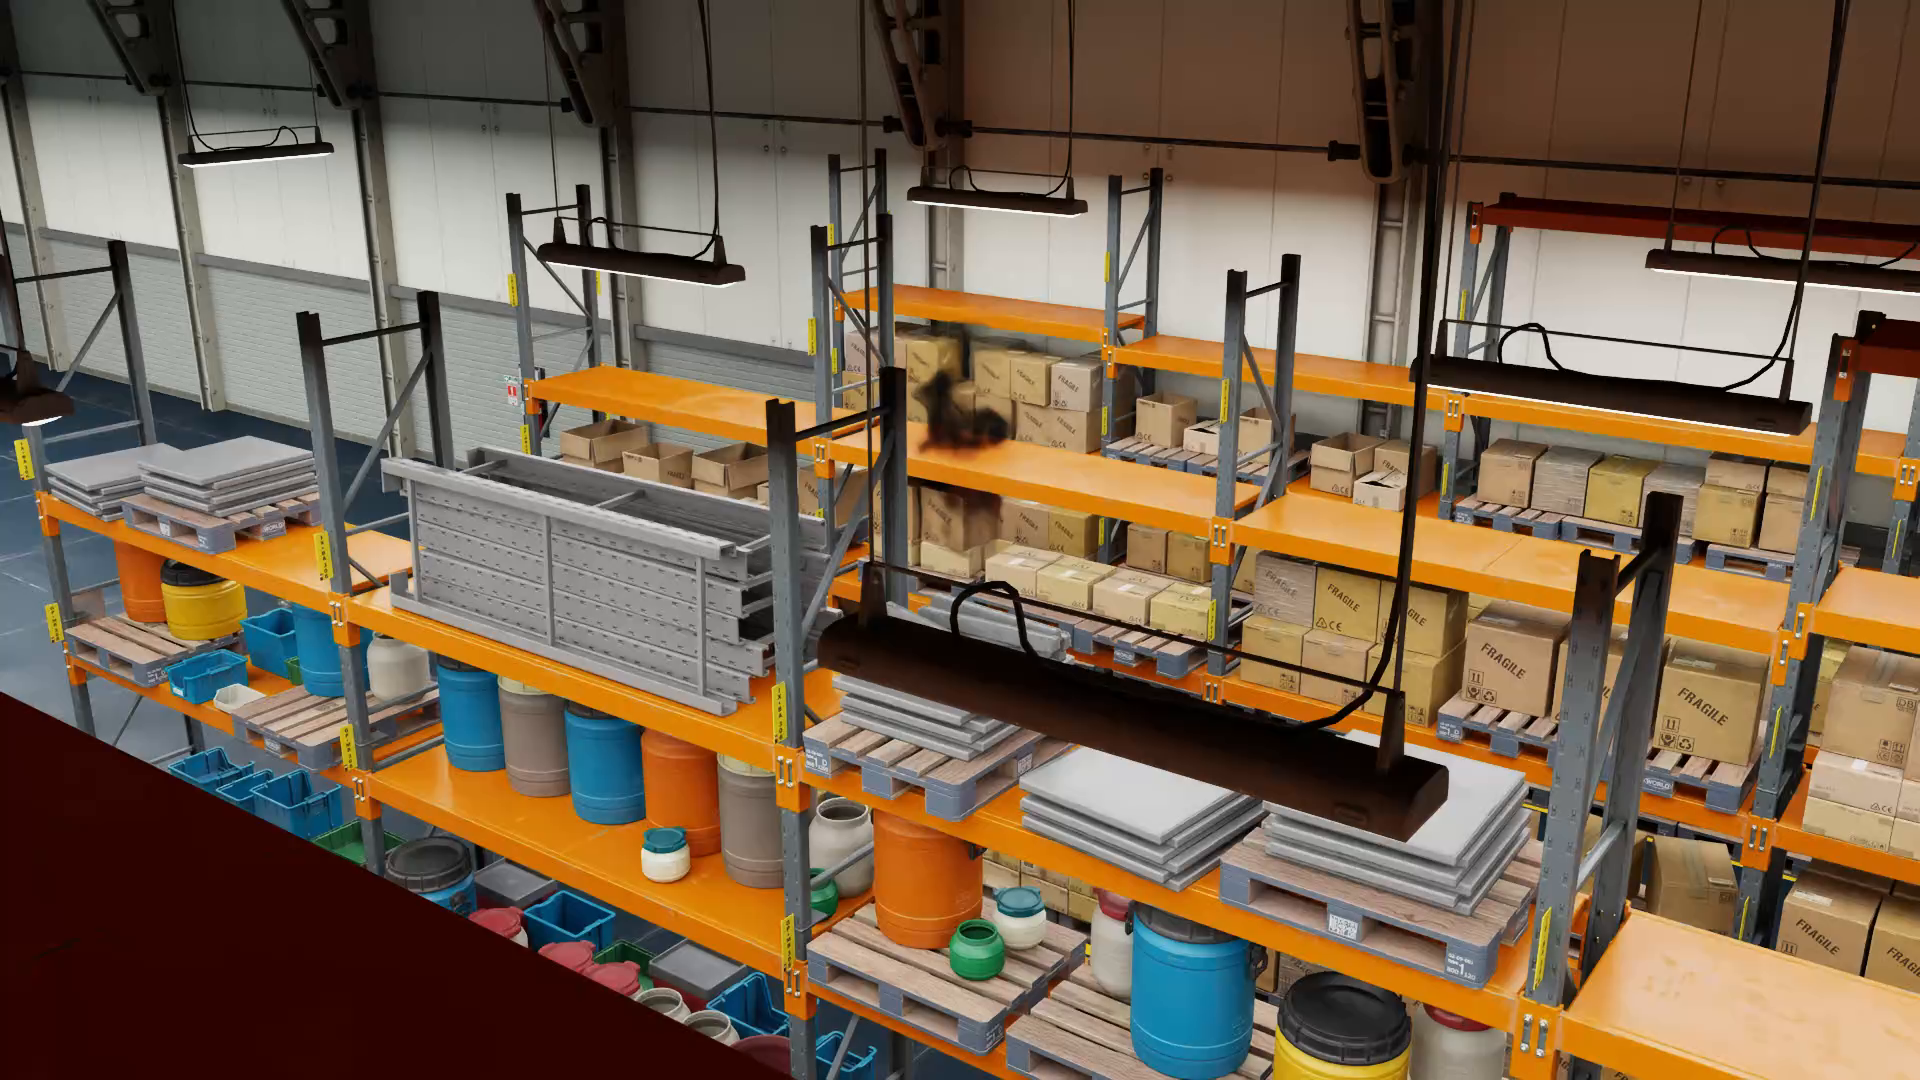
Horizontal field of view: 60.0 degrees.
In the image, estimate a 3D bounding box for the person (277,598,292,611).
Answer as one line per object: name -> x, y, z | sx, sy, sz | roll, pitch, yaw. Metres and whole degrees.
person -> -7.324, 1.372, 18.440 | 0.555, 1.673, 0.612 | -8, 20, -23
